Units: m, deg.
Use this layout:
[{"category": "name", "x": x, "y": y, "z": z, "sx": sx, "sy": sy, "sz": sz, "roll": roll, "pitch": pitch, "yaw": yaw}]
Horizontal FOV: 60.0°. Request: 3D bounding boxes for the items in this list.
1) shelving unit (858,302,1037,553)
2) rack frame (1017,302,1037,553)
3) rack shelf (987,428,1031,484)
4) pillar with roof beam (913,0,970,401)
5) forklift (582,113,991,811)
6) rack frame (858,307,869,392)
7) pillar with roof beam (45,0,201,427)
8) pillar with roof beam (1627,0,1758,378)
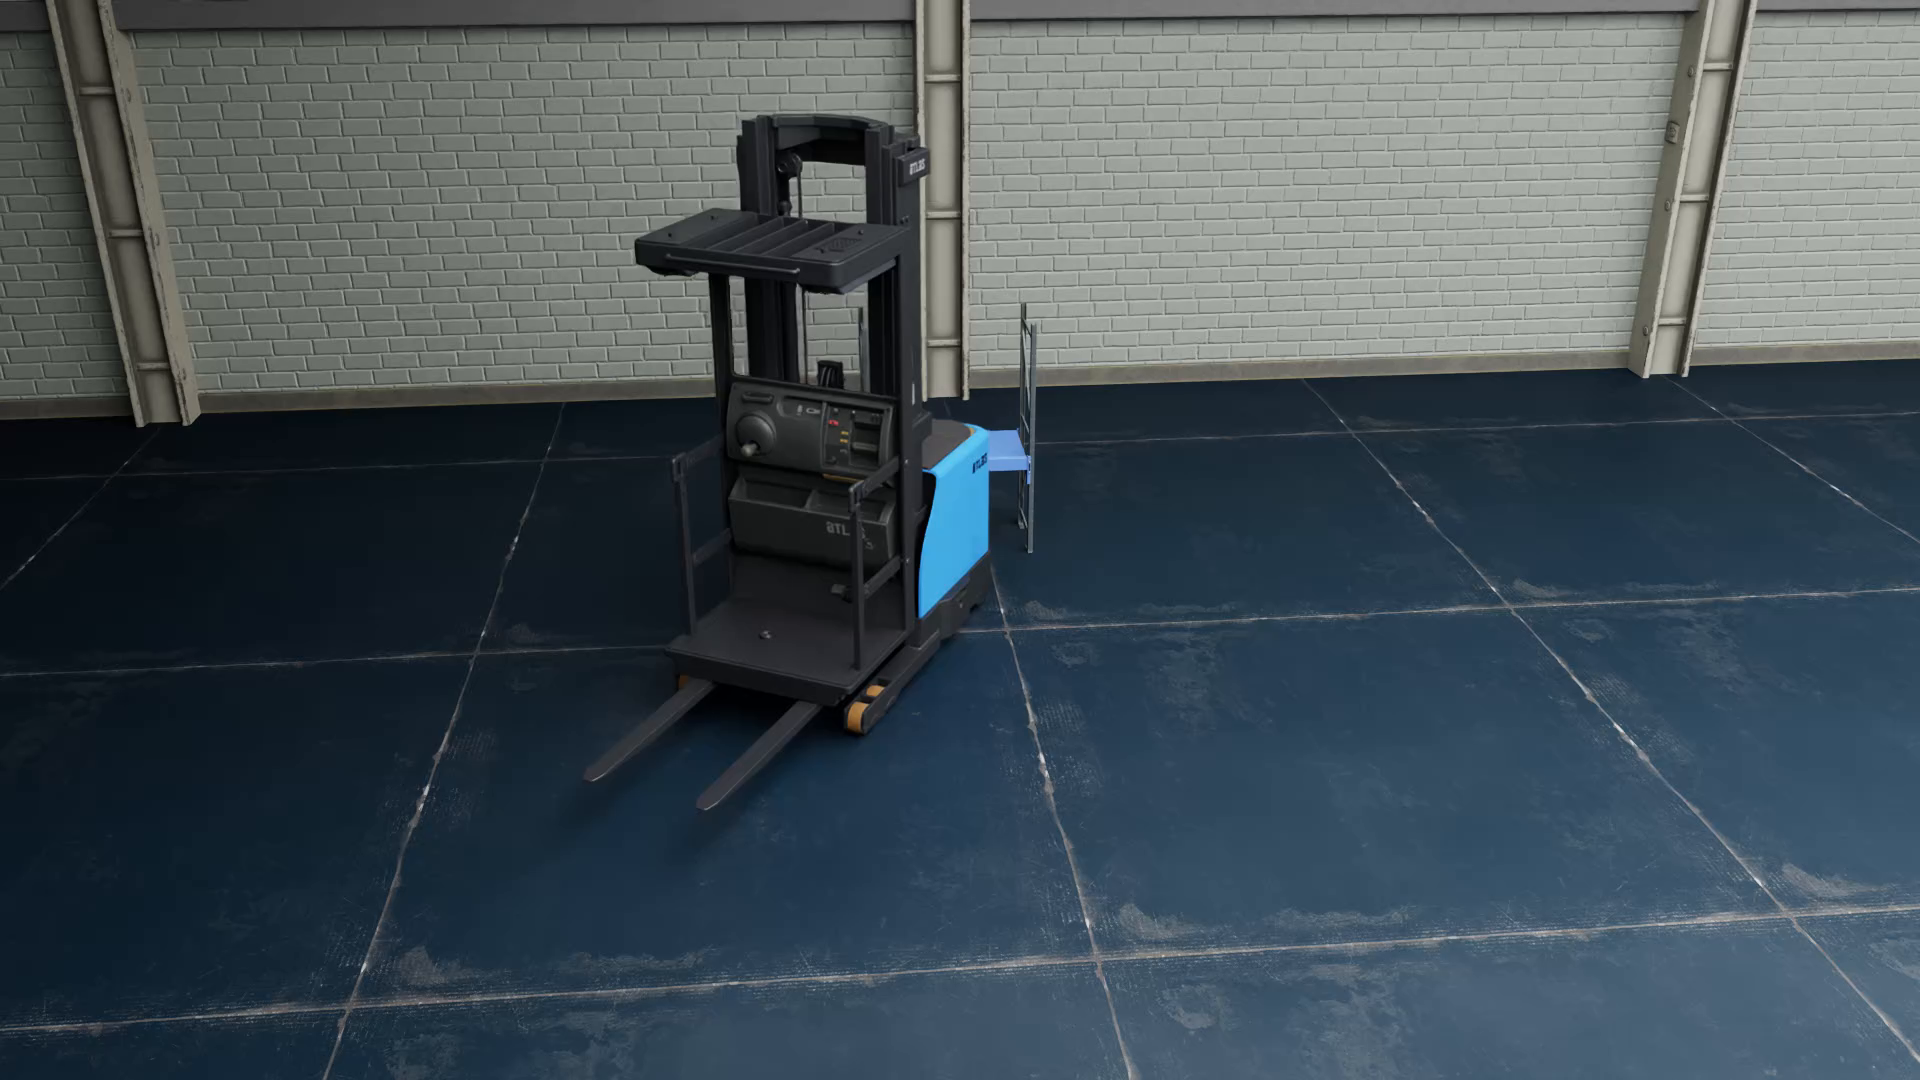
[{"category": "shelving unit", "x": -0.085, "y": -0.682, "z": 10.438, "sx": 1.048, "sy": 1.500, "sz": 0.538, "roll": -2, "pitch": 24, "yaw": -5}, {"category": "rack frame", "x": 0.421, "y": -0.702, "z": 10.483, "sx": 0.032, "sy": 1.500, "sz": 0.500, "roll": -2, "pitch": 24, "yaw": -5}, {"category": "rack shelf", "x": -0.085, "y": -0.518, "z": 10.511, "sx": 1.000, "sy": 0.185, "sz": 0.538, "roll": -2, "pitch": 24, "yaw": -5}, {"category": "pillar with roof beam", "x": 0.286, "y": -3.544, "z": 7.644, "sx": 0.400, "sy": 9.000, "sz": 9.100, "roll": -2, "pitch": 24, "yaw": -5}, {"category": "forklift", "x": -0.858, "y": -0.540, "z": 8.356, "sx": 1.130, "sy": 2.935, "sz": 3.031, "roll": 10, "pitch": 26, "yaw": 21}, {"category": "rack frame", "x": -0.591, "y": -0.662, "z": 10.392, "sx": 0.032, "sy": 1.500, "sz": 0.500, "roll": -2, "pitch": 24, "yaw": -5}, {"category": "pillar with roof beam", "x": -5.685, "y": -3.305, "z": 7.105, "sx": 0.400, "sy": 9.000, "sz": 9.100, "roll": -2, "pitch": 24, "yaw": -5}, {"category": "pillar with roof beam", "x": 6.257, "y": -3.784, "z": 8.183, "sx": 0.400, "sy": 9.000, "sz": 9.100, "roll": -2, "pitch": 24, "yaw": -5}]
